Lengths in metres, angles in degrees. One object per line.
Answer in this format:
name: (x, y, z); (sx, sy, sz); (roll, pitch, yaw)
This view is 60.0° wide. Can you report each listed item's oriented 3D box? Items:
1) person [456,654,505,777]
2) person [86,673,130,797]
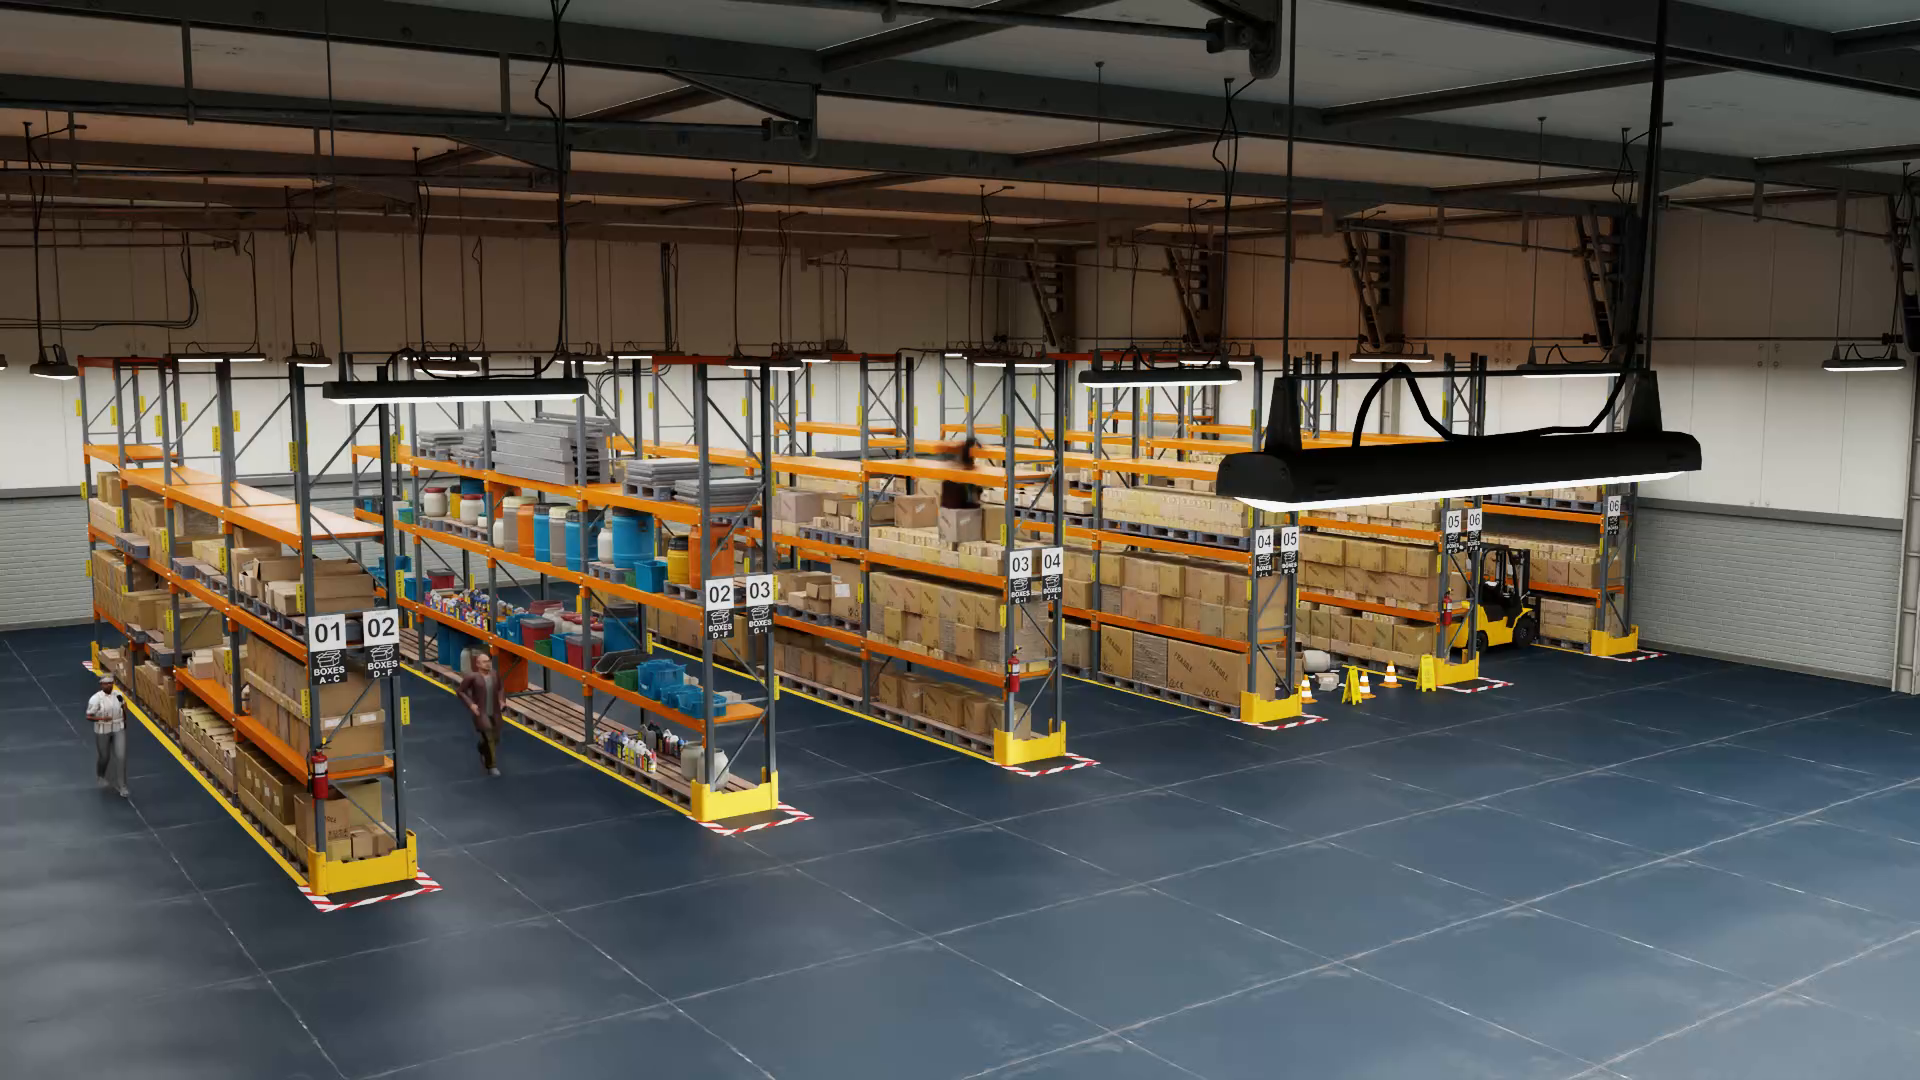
person: (-6.944, 2.531, 24.228); (0.720, 1.762, 0.795); (-7, 10, -44)
person: (-11.804, 2.672, 23.078); (0.555, 1.698, 0.832); (-6, 9, -42)
